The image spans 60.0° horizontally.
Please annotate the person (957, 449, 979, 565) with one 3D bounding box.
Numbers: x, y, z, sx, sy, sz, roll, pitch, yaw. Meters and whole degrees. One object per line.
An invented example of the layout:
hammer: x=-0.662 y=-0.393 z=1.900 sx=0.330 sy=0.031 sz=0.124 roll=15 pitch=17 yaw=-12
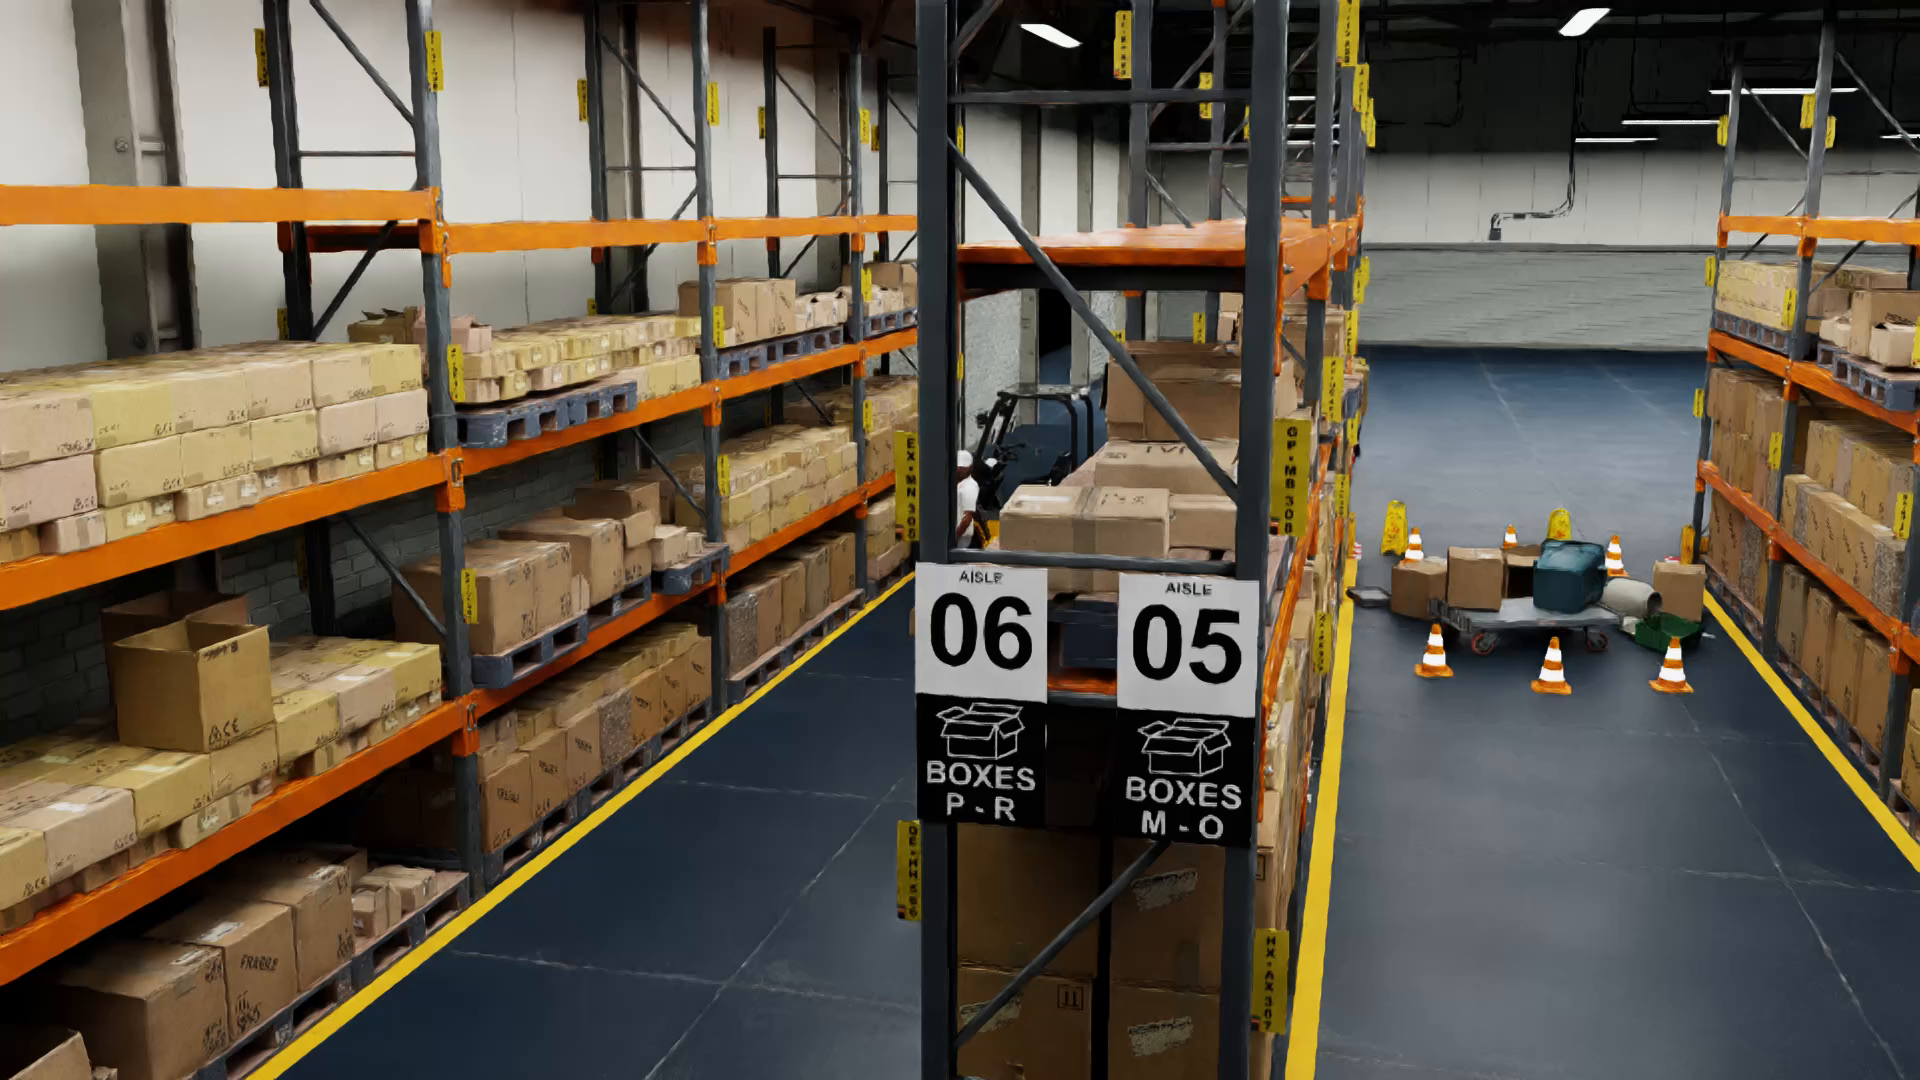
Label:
person: x=-0.104 y=-0.072 z=17.234 sx=0.545 sy=1.771 sz=0.685 roll=-2 pitch=12 yaw=-9
